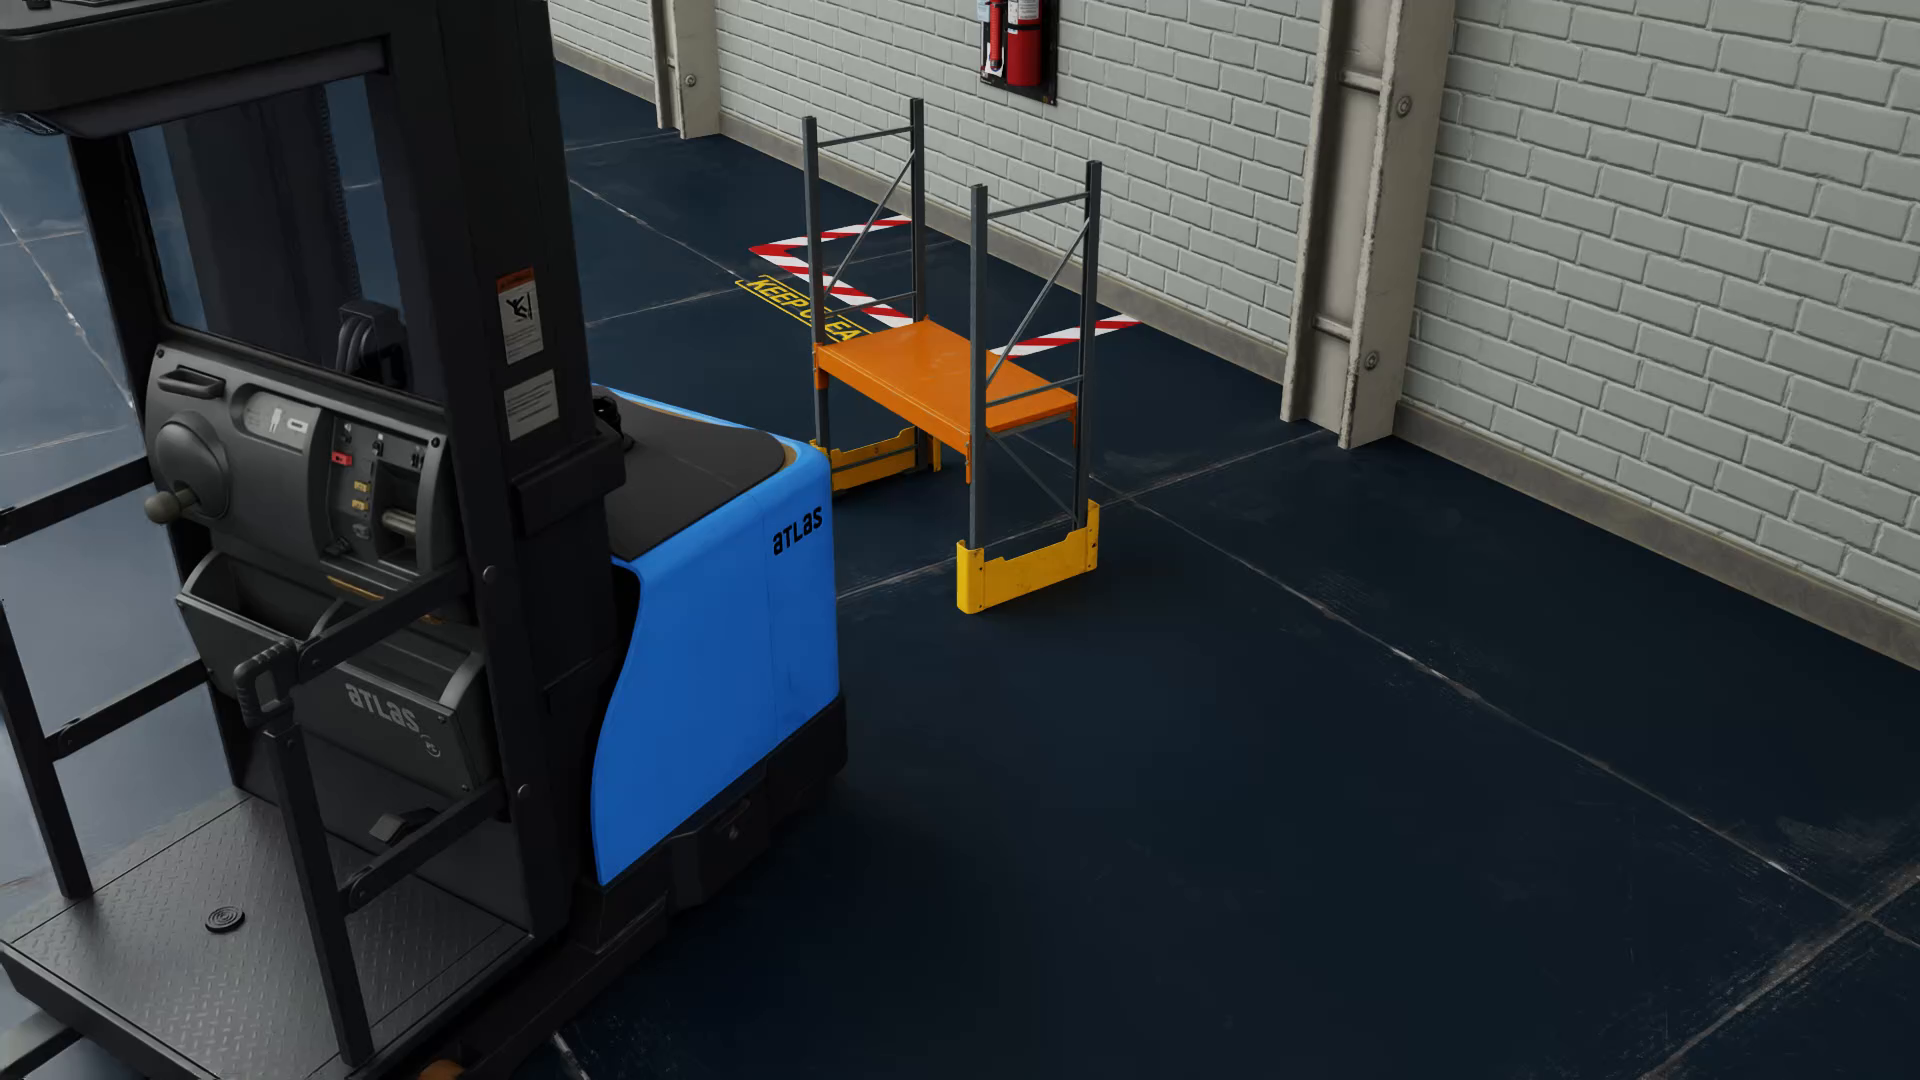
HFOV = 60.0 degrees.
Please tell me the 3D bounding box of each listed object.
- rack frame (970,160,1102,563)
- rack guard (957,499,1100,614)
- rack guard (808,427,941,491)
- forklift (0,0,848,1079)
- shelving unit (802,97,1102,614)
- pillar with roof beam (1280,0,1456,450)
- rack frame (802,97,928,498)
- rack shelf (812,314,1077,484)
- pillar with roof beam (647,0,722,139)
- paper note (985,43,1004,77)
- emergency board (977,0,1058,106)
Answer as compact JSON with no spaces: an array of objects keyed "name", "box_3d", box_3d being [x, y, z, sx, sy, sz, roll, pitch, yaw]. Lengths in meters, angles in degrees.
[{"name":"rack frame","box_3d":[0.245,-0.495,5.589,0.500,1.500,0.032,-19,34,-31]},{"name":"rack guard","box_3d":[0.245,0.054,5.888,0.587,0.250,0.087,-19,34,-31]},{"name":"rack guard","box_3d":[-0.333,-0.333,6.601,0.587,0.250,0.087,-19,34,-31]},{"name":"forklift","box_3d":[-1.542,-0.117,3.395,1.130,2.935,3.031,17,33,28]},{"name":"shelving unit","box_3d":[-0.044,-0.689,5.947,0.587,1.500,1.083,-19,34,-31]},{"name":"pillar with roof beam","box_3d":[-1.881,-3.258,2.820,9.100,9.000,0.400,-19,34,-31]},{"name":"rack frame","box_3d":[-0.344,-0.890,6.317,0.500,1.500,0.032,-19,34,-31]},{"name":"rack shelf","box_3d":[-0.049,-0.534,6.039,0.538,0.185,1.000,-19,34,-31]},{"name":"pillar with roof beam","box_3d":[-5.361,-5.591,7.115,9.100,9.000,0.400,-19,34,-31]},{"name":"paper note","box_3d":[0.177,-2.486,8.607,0.016,0.148,0.142,-19,34,-31]},{"name":"emergency board","box_3d":[0.224,-2.785,8.235,0.194,1.169,0.643,-19,34,-31]}]
